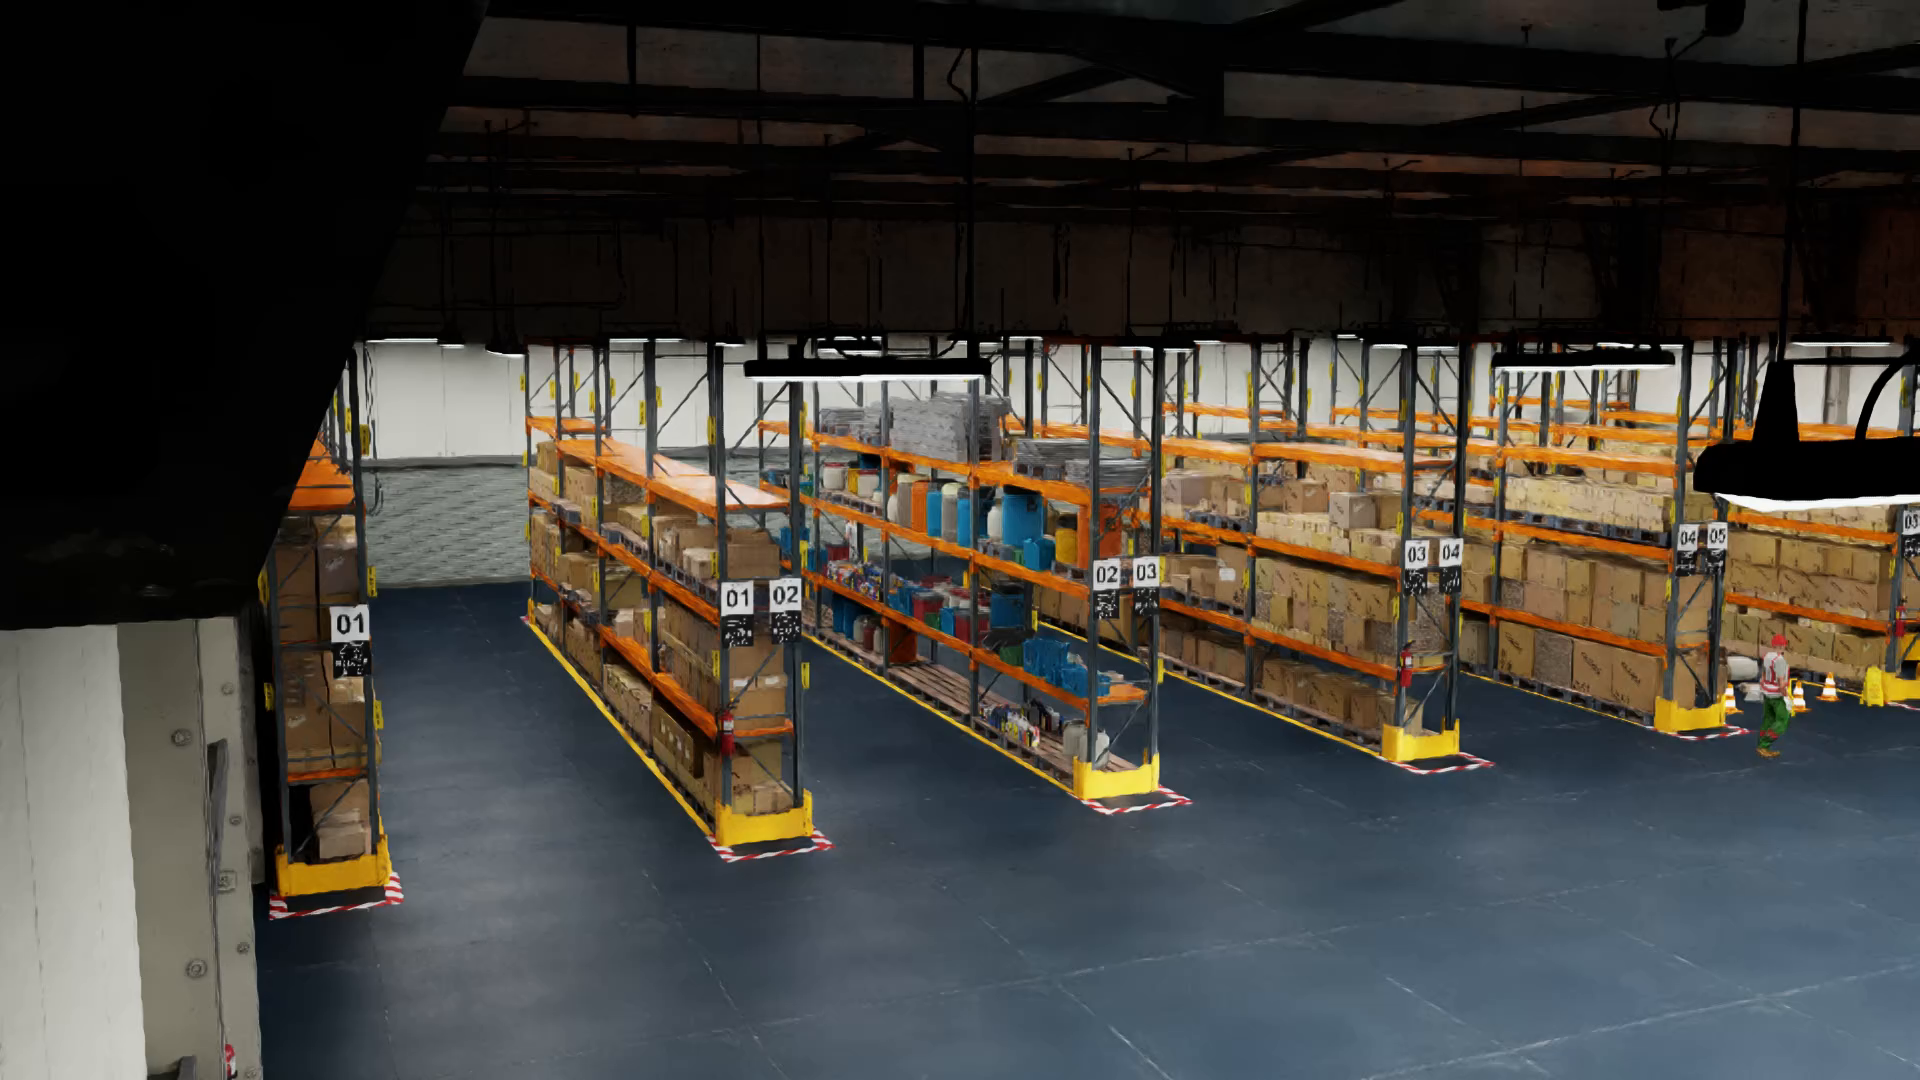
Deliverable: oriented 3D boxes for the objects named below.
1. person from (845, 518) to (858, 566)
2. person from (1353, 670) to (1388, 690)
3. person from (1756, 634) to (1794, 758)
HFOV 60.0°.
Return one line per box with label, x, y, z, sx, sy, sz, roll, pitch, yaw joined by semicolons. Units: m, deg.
person;-2.748;0.149;40.313;0.495;1.665;0.649;4;9;27
person;6.847;1.896;27.660;0.417;1.517;1.037;-3;8;-20
person;11.720;2.256;23.987;0.463;1.780;0.701;1;8;5
